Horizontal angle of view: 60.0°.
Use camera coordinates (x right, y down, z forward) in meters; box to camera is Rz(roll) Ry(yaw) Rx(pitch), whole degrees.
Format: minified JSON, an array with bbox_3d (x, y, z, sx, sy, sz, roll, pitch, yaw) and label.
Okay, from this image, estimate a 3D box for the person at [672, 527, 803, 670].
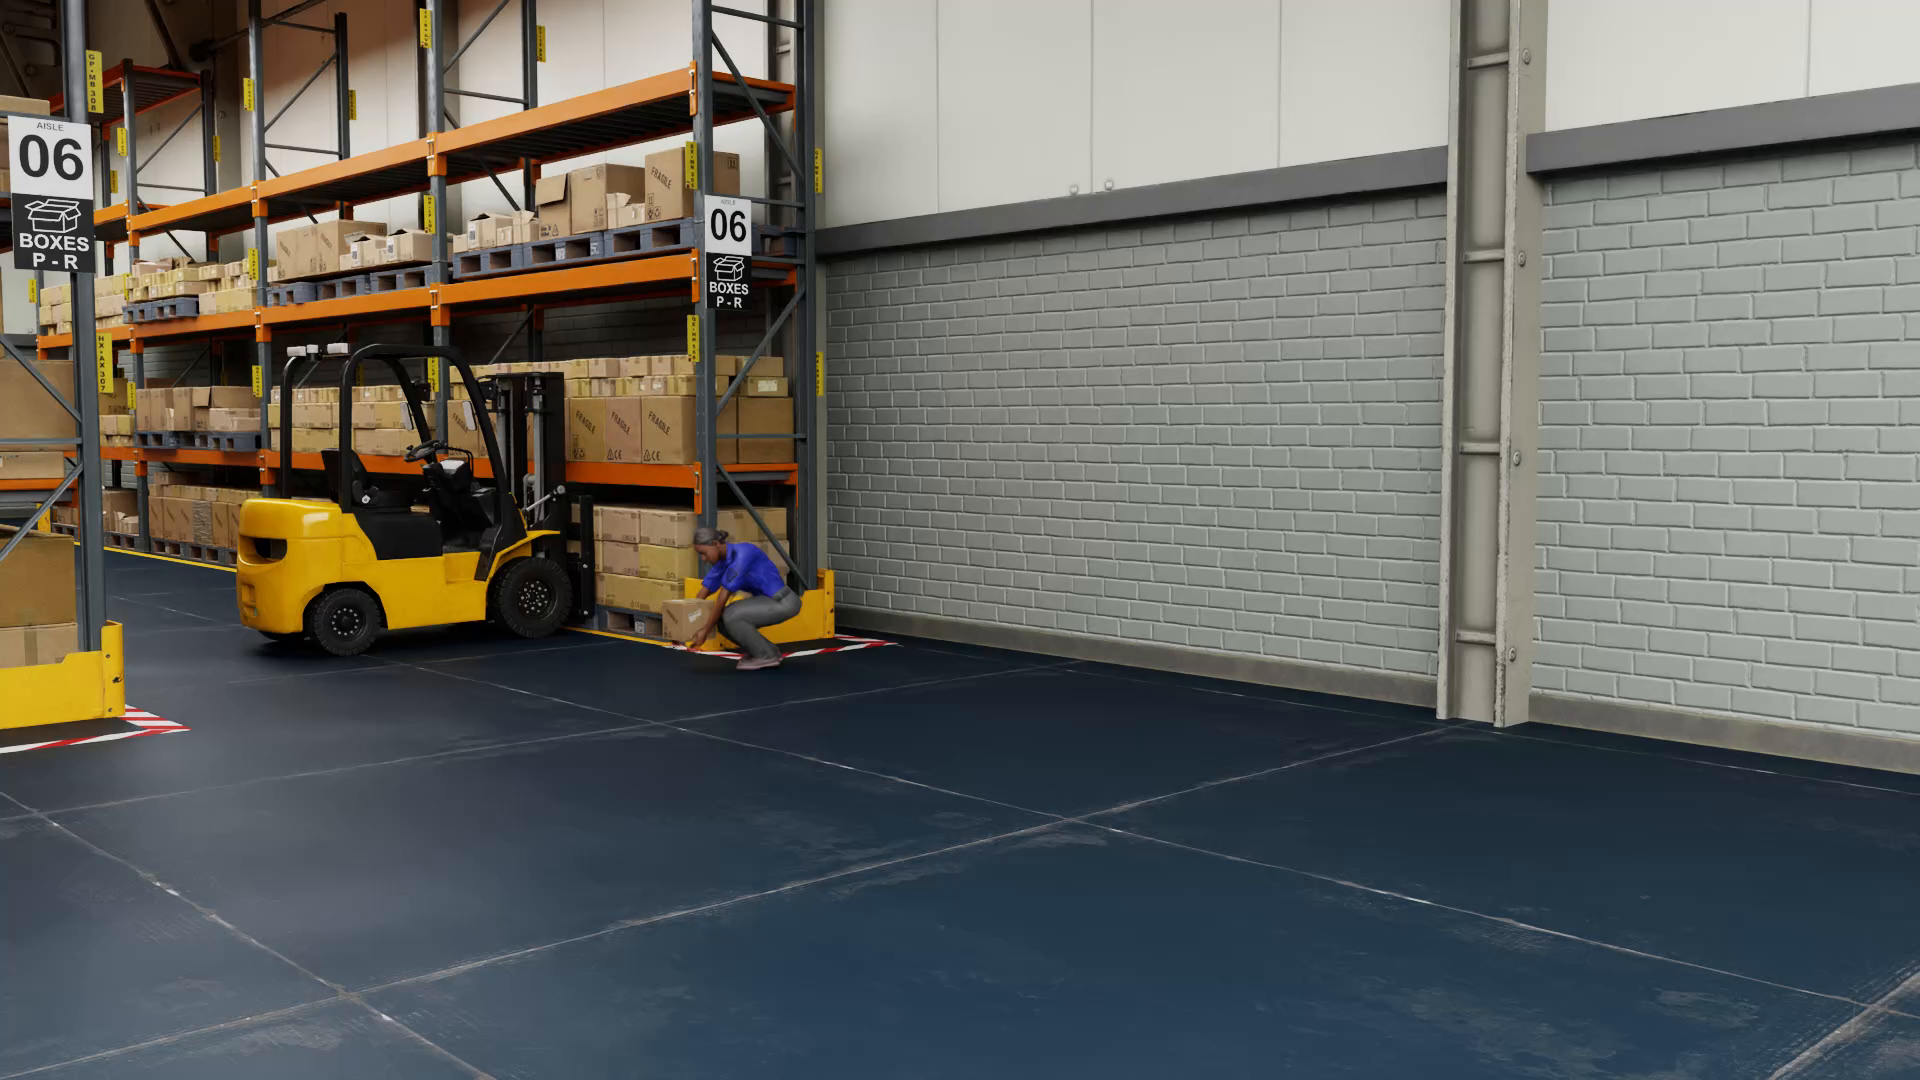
[{"bbox_3d":[-1.472,0.378,10.904,0.879,0.946,0.454,-1,4,-18],"label":"person"}]
